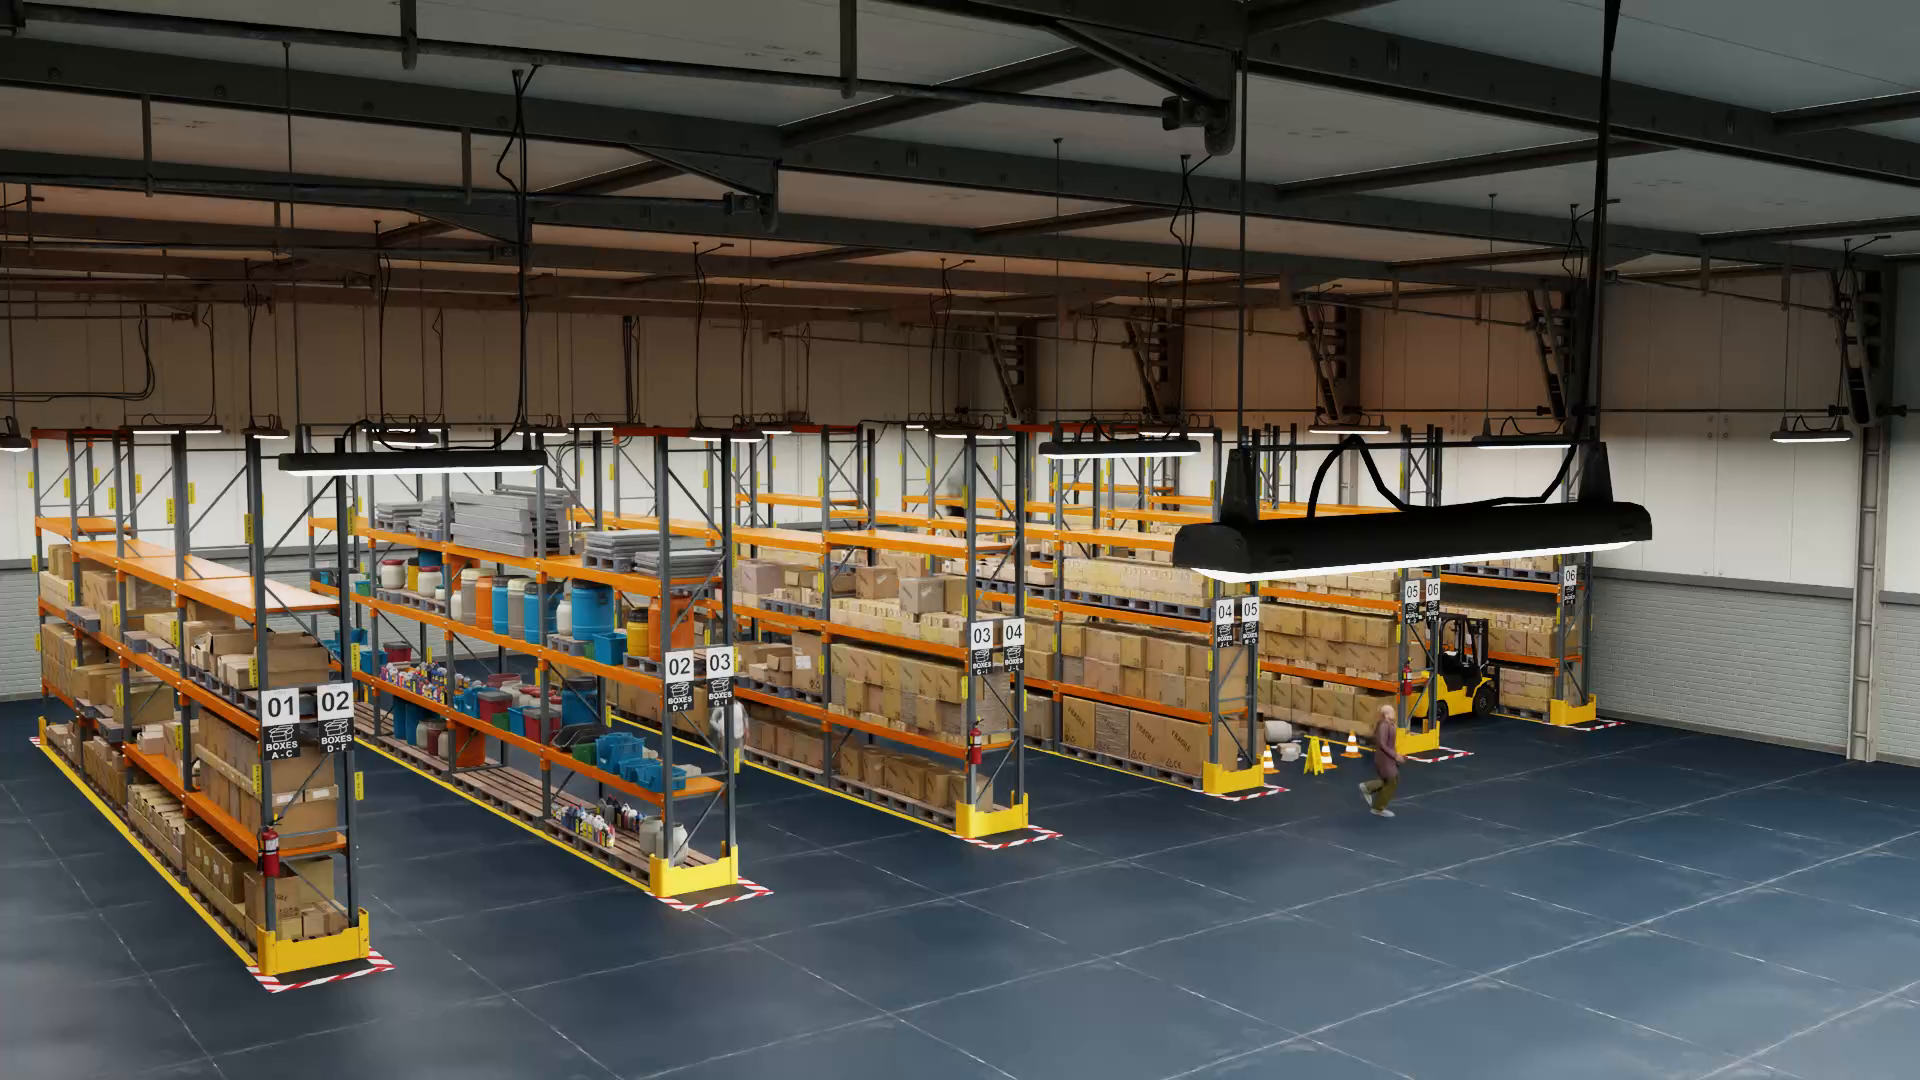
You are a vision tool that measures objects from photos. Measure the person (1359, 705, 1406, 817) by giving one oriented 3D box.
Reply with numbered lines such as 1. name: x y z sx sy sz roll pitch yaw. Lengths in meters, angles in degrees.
1. person: 6.597 3.436 25.962 0.706 1.750 0.729 1 5 16

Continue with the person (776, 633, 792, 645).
1. person: -4.530 2.188 42.537 0.851 1.634 0.579 -4 6 -41

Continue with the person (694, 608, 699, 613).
1. person: -6.409 2.415 39.467 0.648 1.641 0.556 0 4 0

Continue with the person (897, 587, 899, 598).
1. person: -1.879 1.959 44.665 0.938 1.667 0.697 0 4 -2

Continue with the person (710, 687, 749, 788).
1. person: -3.869 3.278 27.906 0.705 1.729 0.614 -3 5 -33
